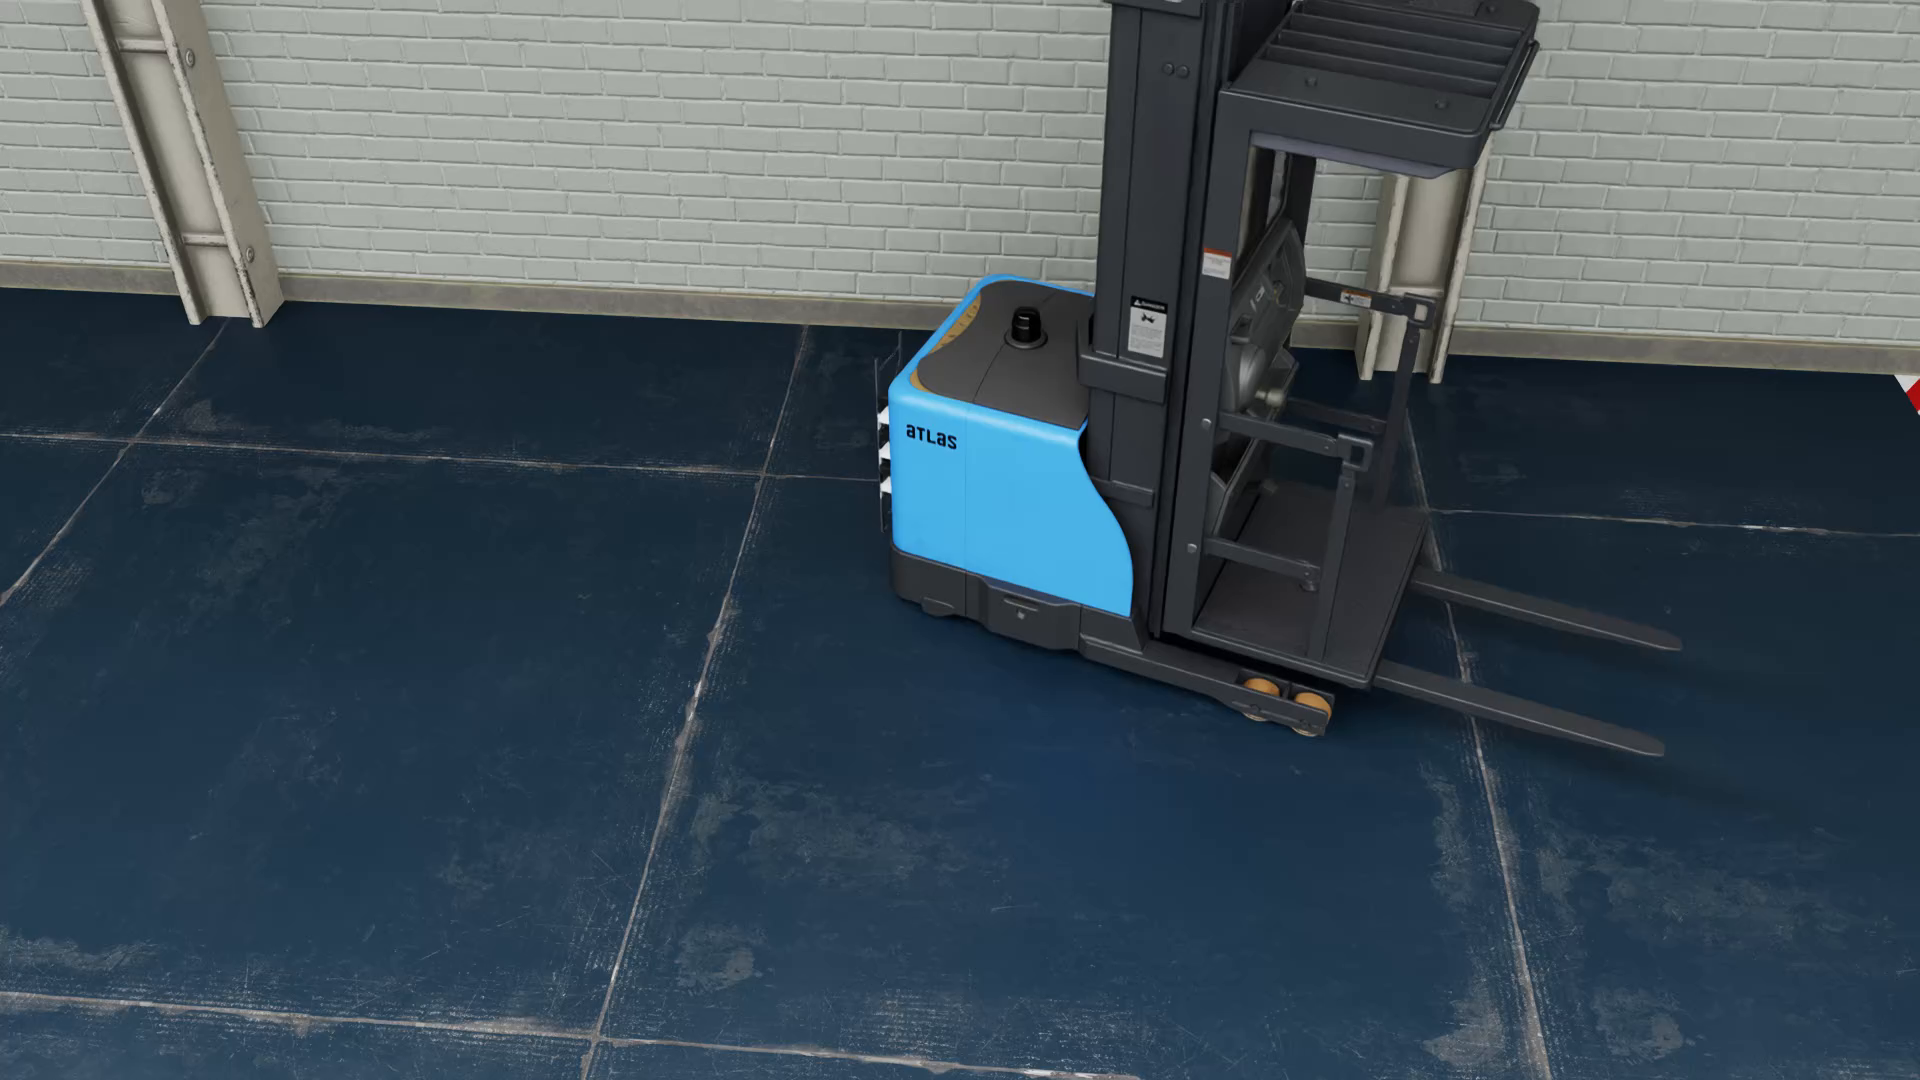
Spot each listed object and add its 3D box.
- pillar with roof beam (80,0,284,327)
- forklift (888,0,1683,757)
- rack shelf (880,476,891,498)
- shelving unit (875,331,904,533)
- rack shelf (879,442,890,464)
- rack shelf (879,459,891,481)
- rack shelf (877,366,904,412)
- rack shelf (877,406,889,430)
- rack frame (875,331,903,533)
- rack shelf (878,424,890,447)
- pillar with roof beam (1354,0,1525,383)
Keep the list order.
[{"bbox_3d":[-4.160,-1.989,2.566,0.400,9.000,9.100,3,39,4],"label":"pillar with roof beam"},{"bbox_3d":[1.274,-0.774,5.880,3.031,2.935,1.130,16,42,19],"label":"forklift"},{"bbox_3d":[-0.199,-0.256,7.189,0.200,0.077,0.258,16,42,19],"label":"rack shelf"},{"bbox_3d":[-0.199,-0.421,7.055,0.210,0.900,0.258,16,42,19],"label":"shelving unit"},{"bbox_3d":[-0.199,-0.395,7.076,0.200,0.077,0.258,16,42,19],"label":"rack shelf"},{"bbox_3d":[-0.199,-0.325,7.132,0.200,0.077,0.258,16,42,19],"label":"rack shelf"},{"bbox_3d":[-0.199,-0.605,6.905,0.200,0.077,0.258,16,42,19],"label":"rack shelf"},{"bbox_3d":[-0.199,-0.535,6.962,0.200,0.077,0.258,16,42,19],"label":"rack shelf"},{"bbox_3d":[-0.292,-0.447,7.087,0.006,0.900,0.240,16,42,19],"label":"rack frame"},{"bbox_3d":[-0.199,-0.465,7.019,0.200,0.077,0.258,16,42,19],"label":"rack shelf"},{"bbox_3d":[1.818,-1.663,2.164,0.400,9.000,9.100,3,39,4],"label":"pillar with roof beam"}]
